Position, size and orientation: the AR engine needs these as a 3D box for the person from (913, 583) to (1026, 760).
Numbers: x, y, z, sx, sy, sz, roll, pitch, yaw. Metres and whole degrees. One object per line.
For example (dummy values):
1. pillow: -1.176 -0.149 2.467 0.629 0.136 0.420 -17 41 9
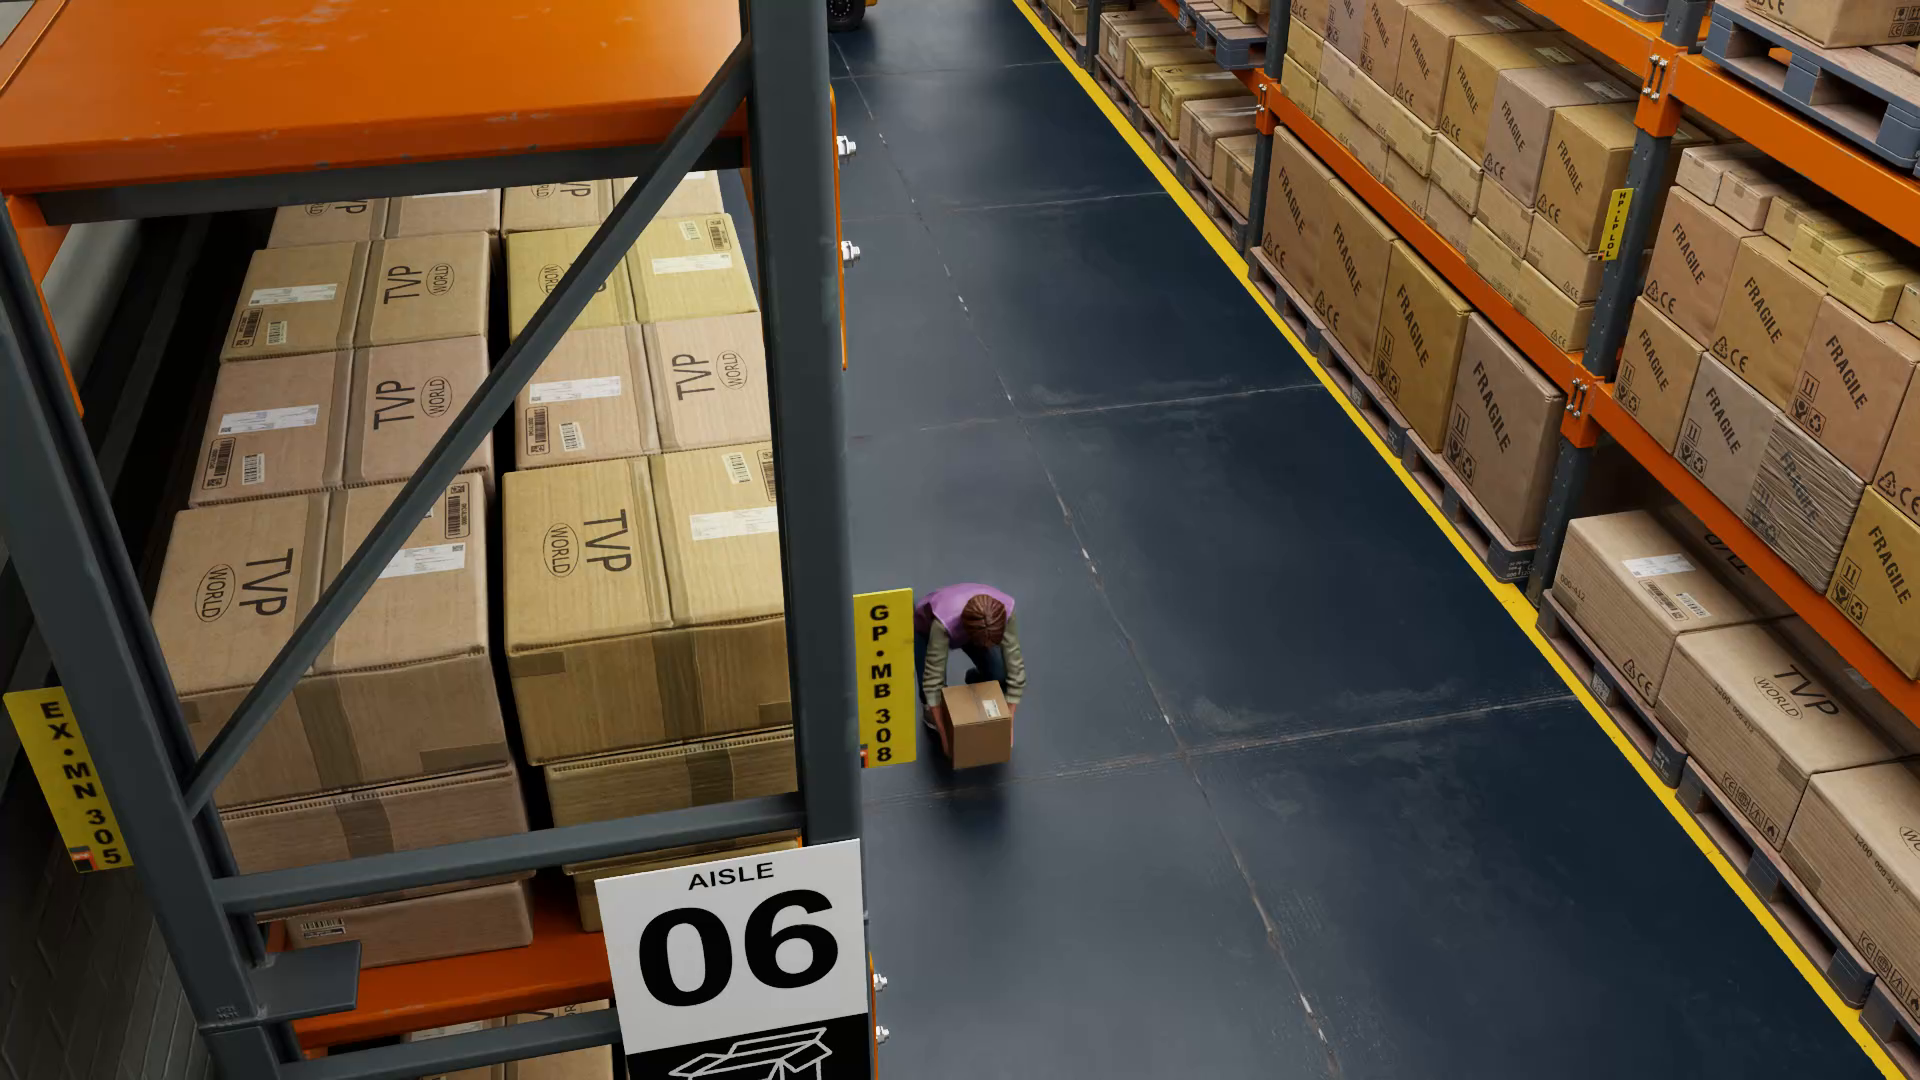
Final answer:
1. person: 0.027 0.498 7.282 0.451 0.875 0.822 -6 35 -8
